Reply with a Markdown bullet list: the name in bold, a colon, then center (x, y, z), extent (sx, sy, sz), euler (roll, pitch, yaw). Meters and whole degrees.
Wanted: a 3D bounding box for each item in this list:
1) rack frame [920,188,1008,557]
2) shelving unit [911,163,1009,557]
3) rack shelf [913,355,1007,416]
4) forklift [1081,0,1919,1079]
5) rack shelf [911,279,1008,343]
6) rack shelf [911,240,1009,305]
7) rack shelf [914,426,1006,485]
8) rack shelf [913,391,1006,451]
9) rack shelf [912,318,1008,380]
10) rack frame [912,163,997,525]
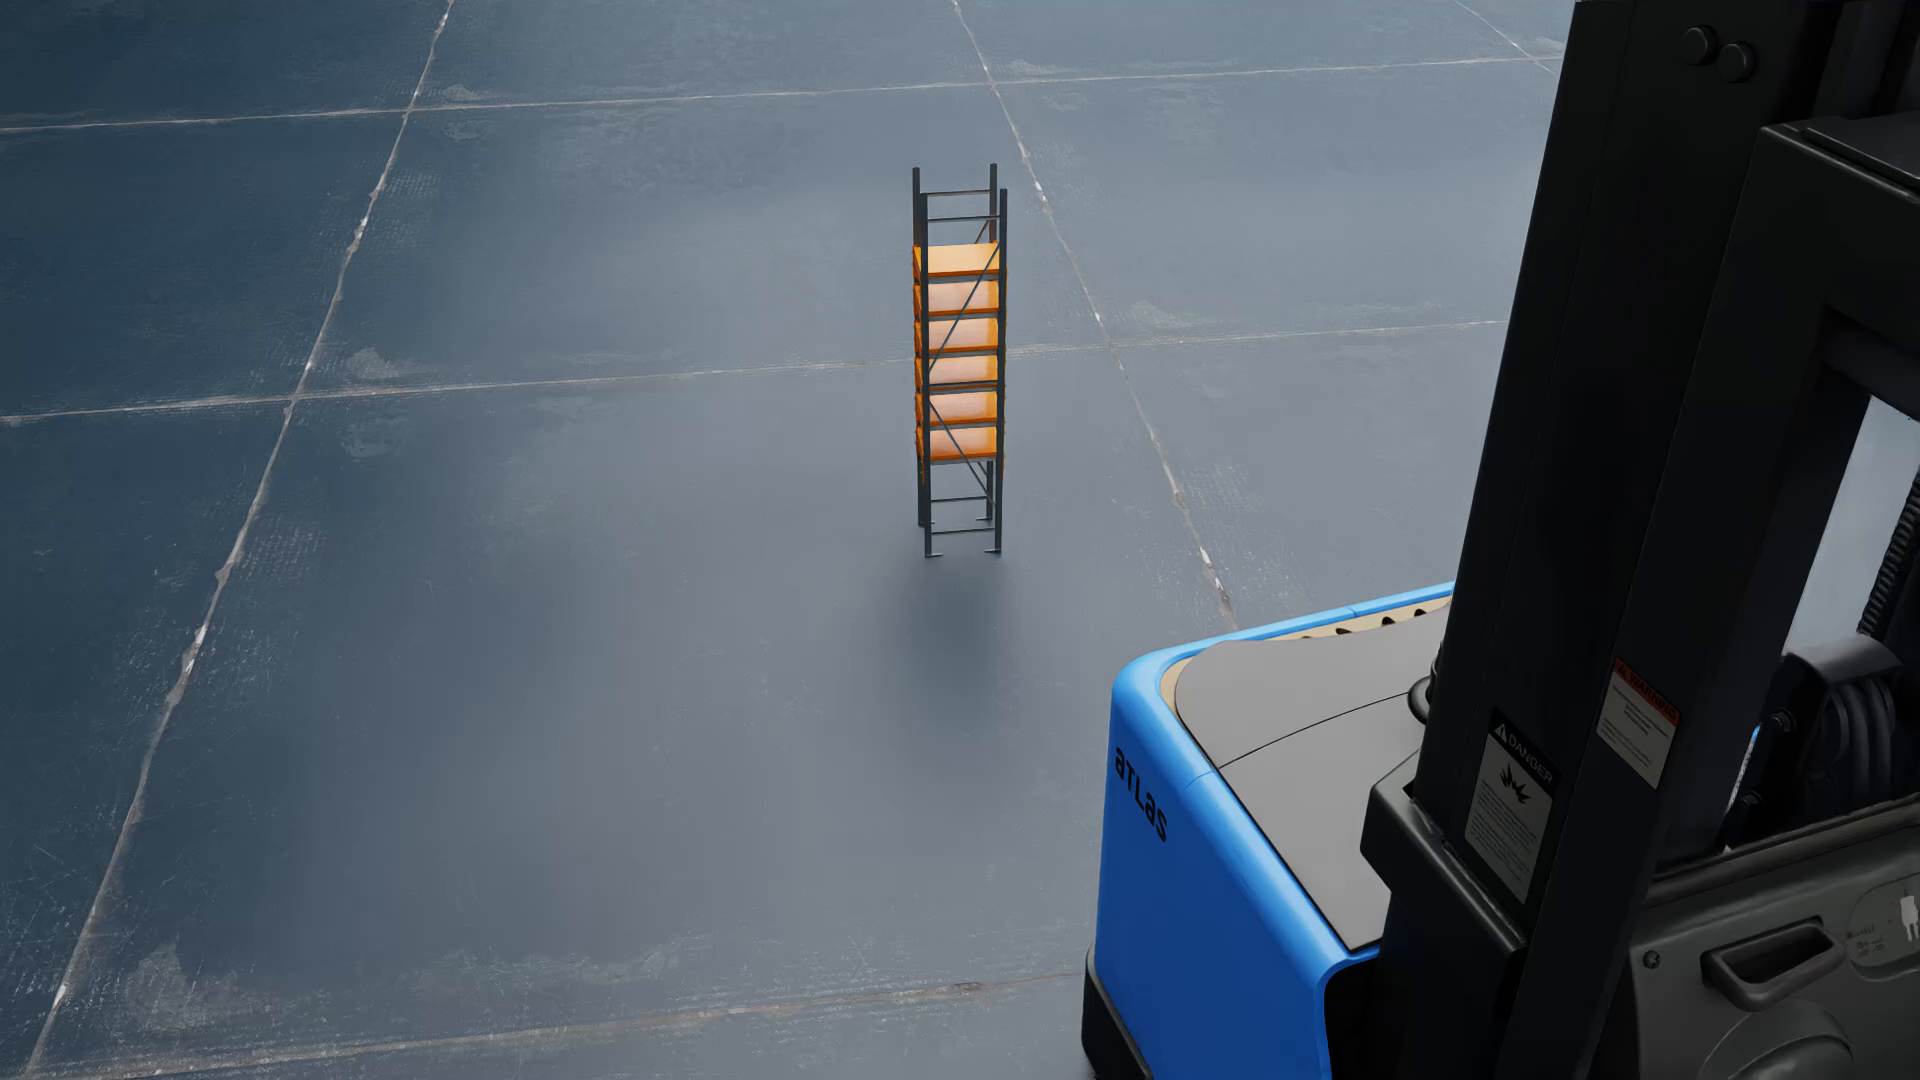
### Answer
- **rack frame**: center (0.010, -0.453, 4.849), extent (0.240, 1.200, 0.006), euler (-4, 35, -6)
- **shelving unit**: center (-0.002, -0.504, 4.924), extent (0.258, 1.200, 0.189), euler (-4, 35, -6)
- **rack shelf**: center (-0.002, -0.467, 4.949), extent (0.258, 0.103, 0.180), euler (-4, 35, -6)
- **forklift**: center (1.243, 0.579, 1.797), extent (1.130, 2.935, 3.031), euler (-12, 36, -17)
- **rack shelf**: center (-0.002, -0.665, 4.814), extent (0.258, 0.103, 0.180), euler (-4, 35, -6)
- **rack shelf**: center (-0.002, -0.765, 4.746), extent (0.258, 0.103, 0.180), euler (-4, 35, -6)
- **rack shelf**: center (-0.002, -0.269, 5.084), extent (0.258, 0.103, 0.180), euler (-4, 35, -6)
- **rack shelf**: center (-0.002, -0.368, 5.017), extent (0.258, 0.103, 0.180), euler (-4, 35, -6)
- **rack shelf**: center (-0.002, -0.566, 4.881), extent (0.258, 0.103, 0.180), euler (-4, 35, -6)
- **rack frame**: center (-0.014, -0.555, 4.999), extent (0.240, 1.200, 0.006), euler (-4, 35, -6)
